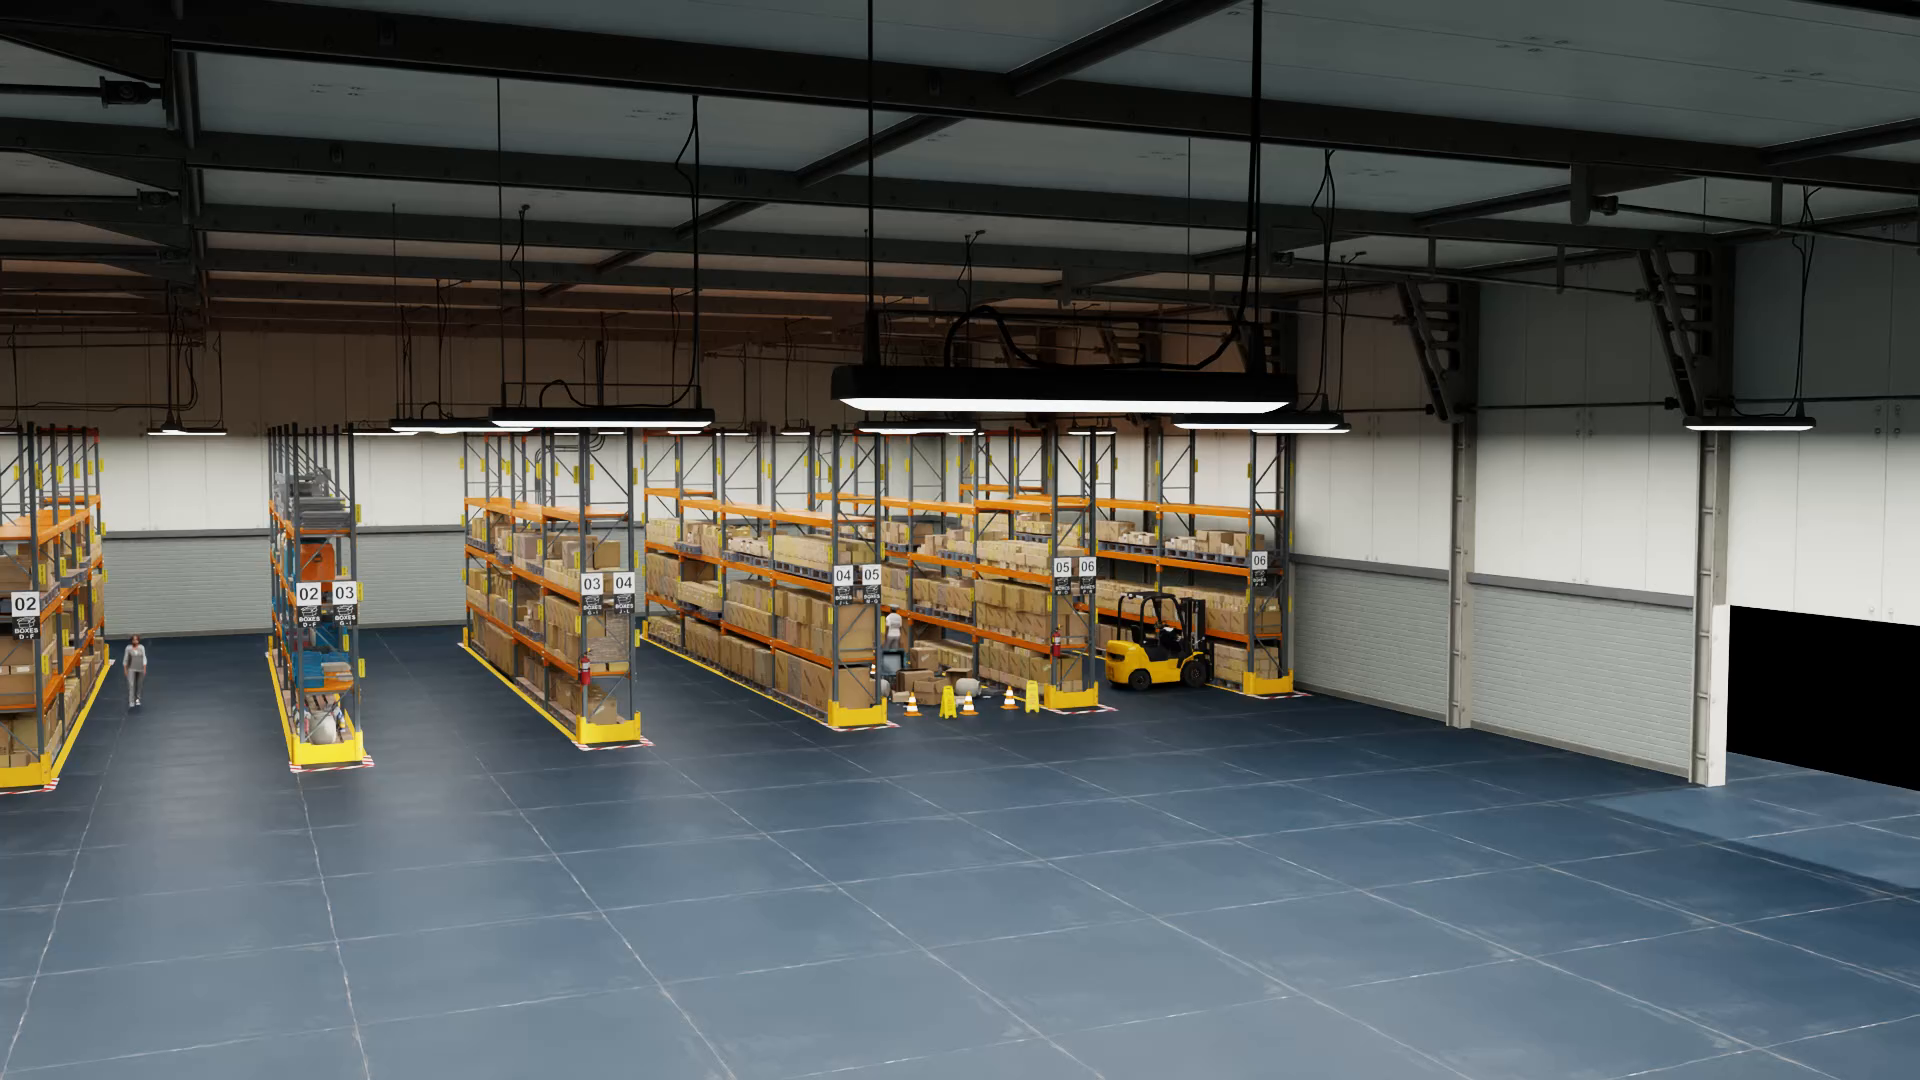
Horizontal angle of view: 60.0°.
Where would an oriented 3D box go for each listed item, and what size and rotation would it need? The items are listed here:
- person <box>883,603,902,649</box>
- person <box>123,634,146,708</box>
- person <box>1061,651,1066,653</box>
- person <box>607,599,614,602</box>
[{"bbox_3d":[-1.624,2.399,40.628,0.490,1.671,0.449,-2,4,-29],"label":"person"},{"bbox_3d":[-17.474,2.773,35.247,0.438,1.546,0.967,-3,4,-36],"label":"person"},{"bbox_3d":[2.372,2.514,39.550,0.467,1.621,0.469,-1,4,-20],"label":"person"},{"bbox_3d":[-10.173,1.832,49.367,0.538,1.732,1.121,0,3,4],"label":"person"}]
